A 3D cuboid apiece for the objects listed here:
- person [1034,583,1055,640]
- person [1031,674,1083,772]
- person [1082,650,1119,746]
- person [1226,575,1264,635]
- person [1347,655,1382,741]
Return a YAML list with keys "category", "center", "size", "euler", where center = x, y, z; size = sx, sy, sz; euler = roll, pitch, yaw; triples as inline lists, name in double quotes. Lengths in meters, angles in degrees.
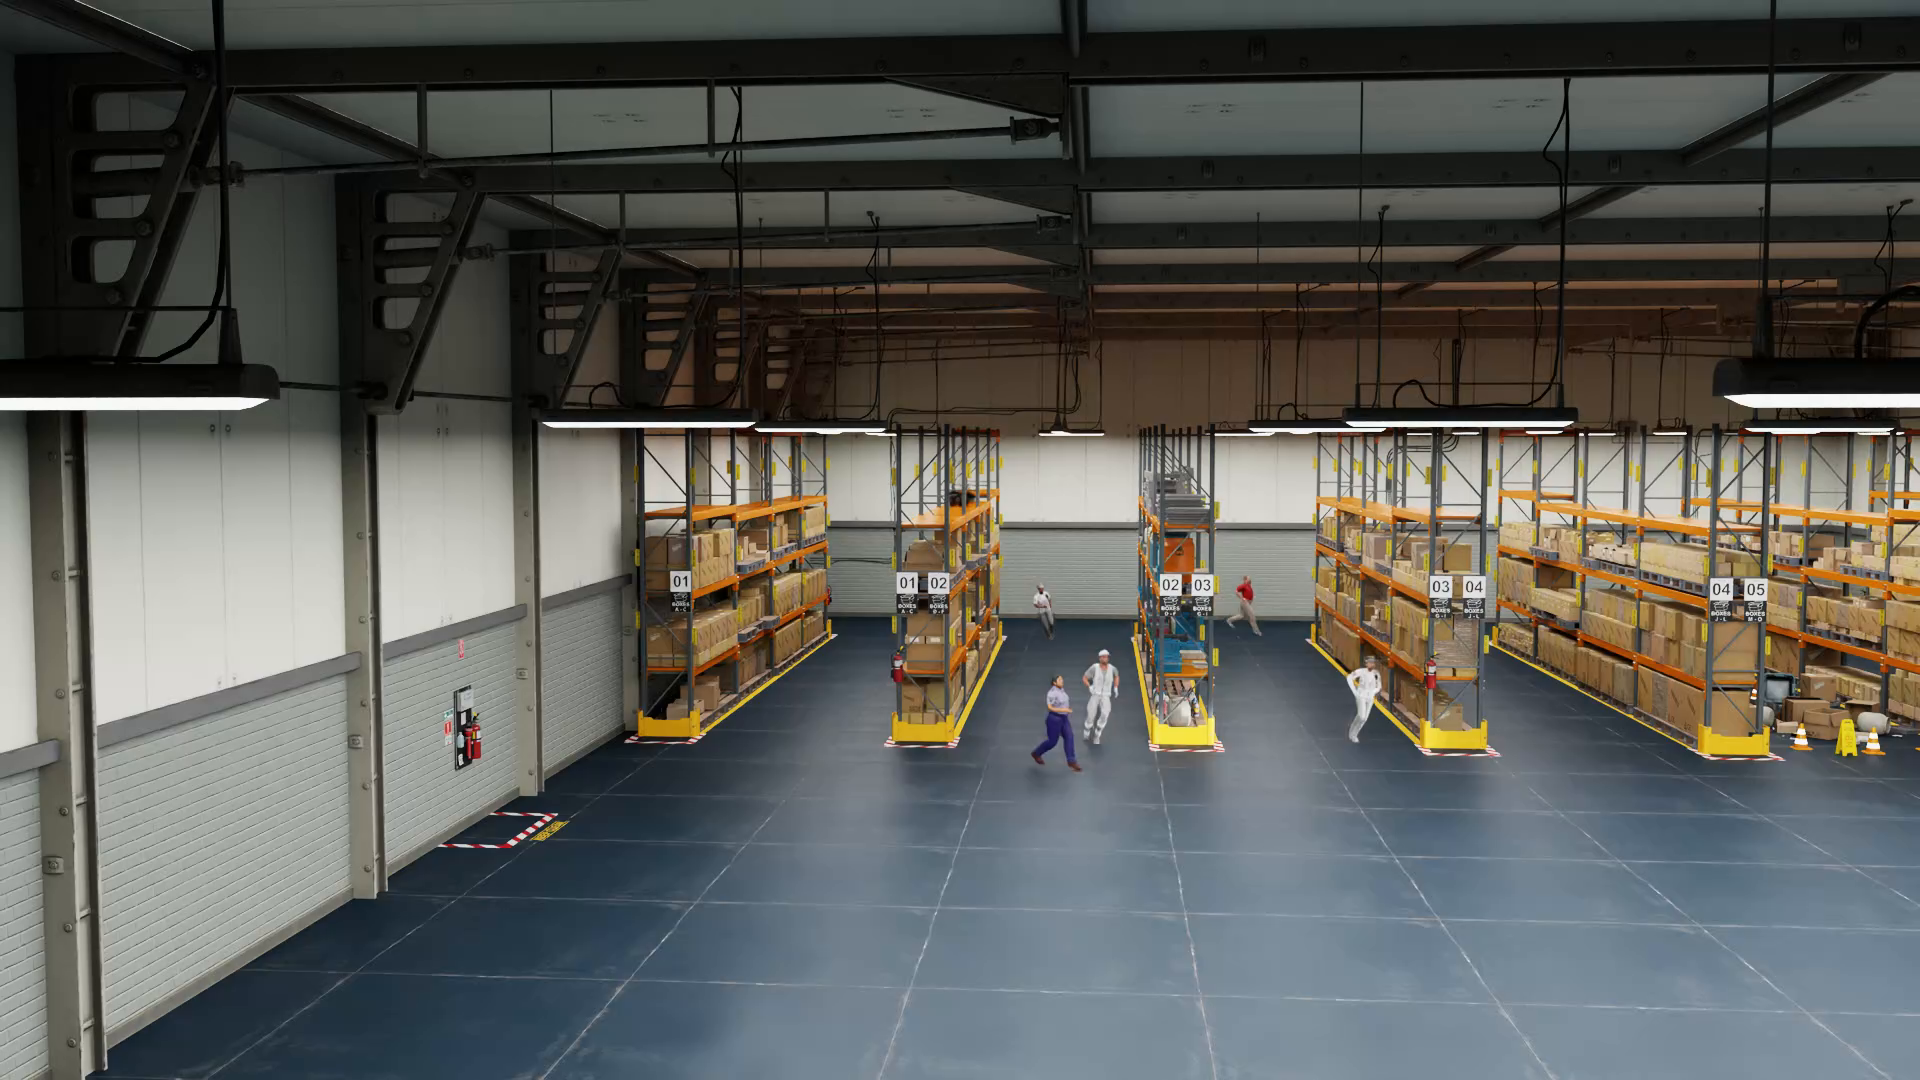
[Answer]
- category: "person"
  center: [2.402, 2.031, 47.195]
  size: [0.648, 1.633, 0.587]
  euler: [-1, 4, -13]
- category: "person"
  center: [1.672, 3.163, 28.761]
  size: [0.935, 1.640, 0.601]
  euler: [2, 4, 32]
- category: "person"
  center: [2.654, 2.949, 31.250]
  size: [0.717, 1.780, 0.673]
  euler: [0, 3, -3]
- category: "person"
  center: [8.377, 1.909, 48.876]
  size: [1.143, 1.744, 0.629]
  euler: [1, 4, 19]
- category: "person"
  center: [7.656, 2.987, 31.362]
  size: [0.615, 1.652, 0.550]
  euler: [-1, 4, -12]
